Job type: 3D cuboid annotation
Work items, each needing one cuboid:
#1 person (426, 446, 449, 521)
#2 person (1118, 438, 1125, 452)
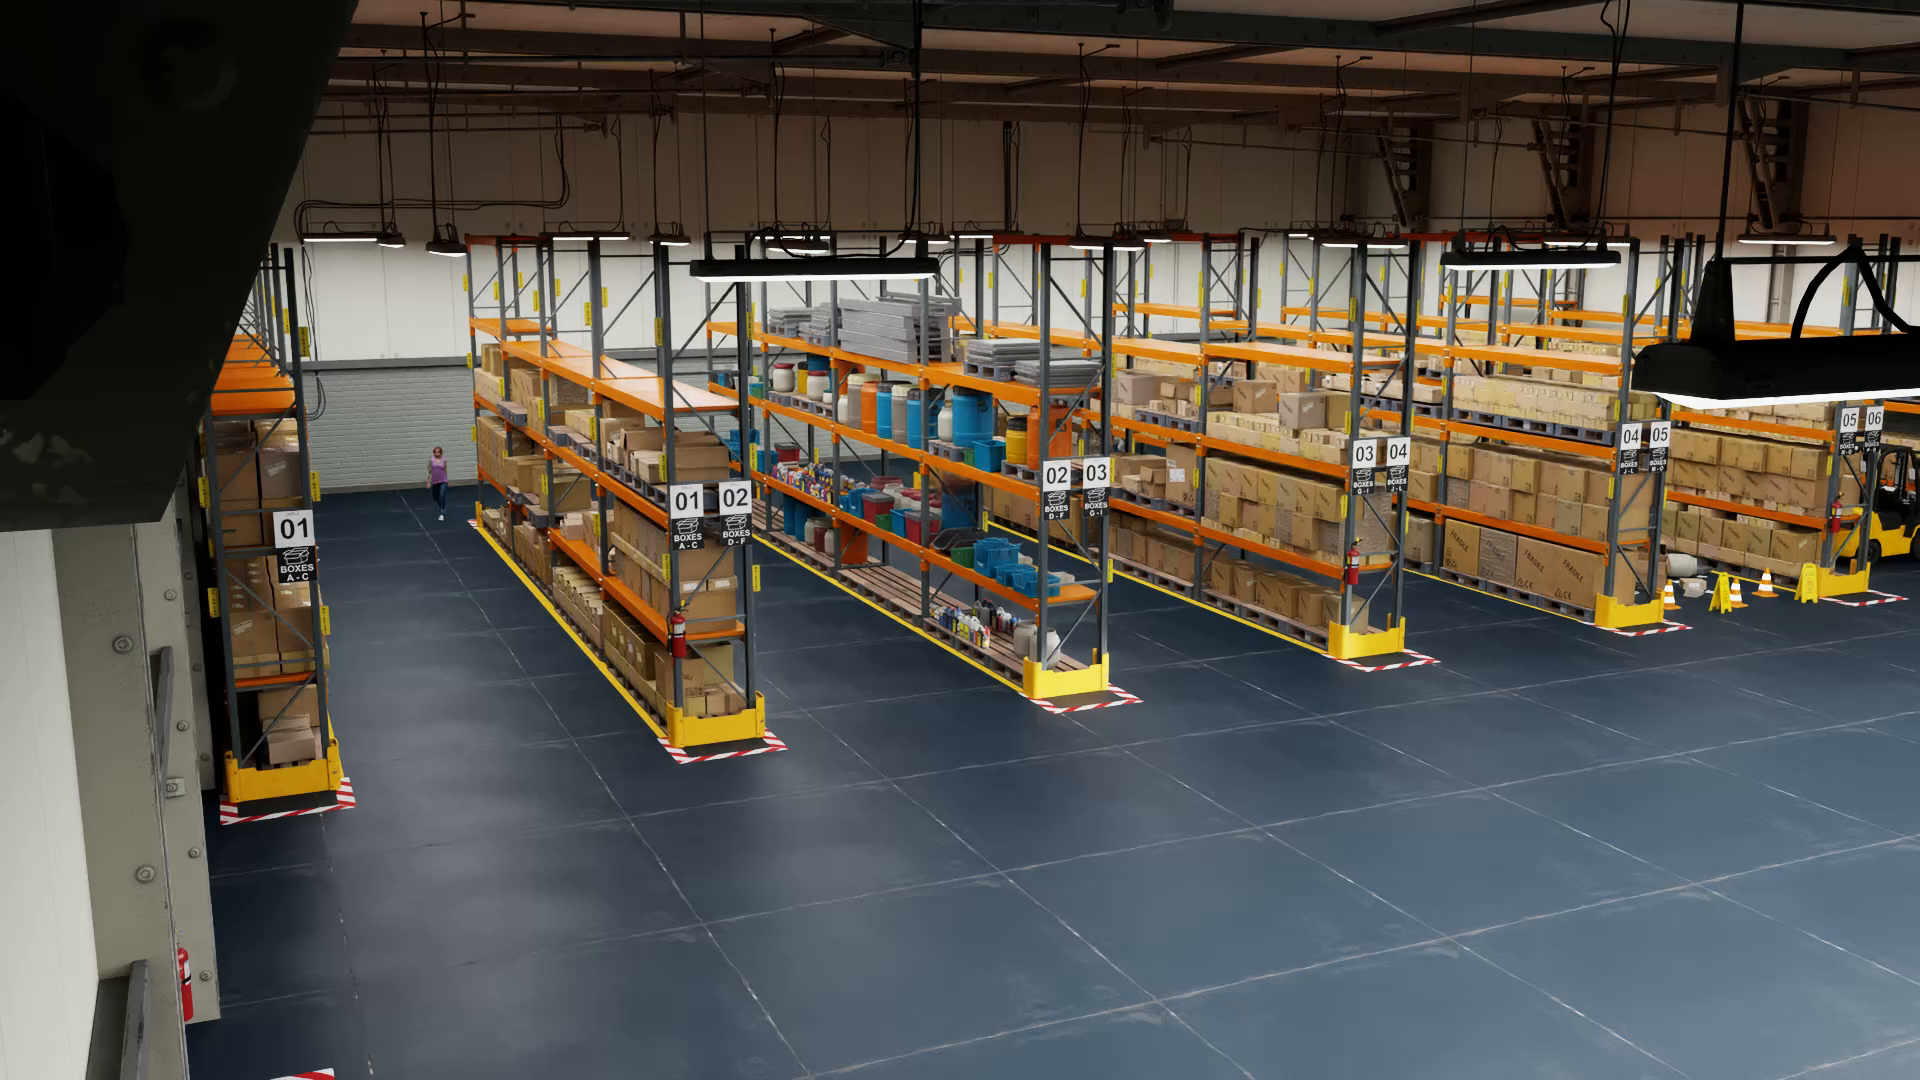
[{"bbox_3d":[-11.060,-1.228,35.260,0.430,1.556,0.802,-1,11,-4],"label":"person"},{"bbox_3d":[4.263,-2.652,42.363,0.418,1.699,0.513,-8,14,-36],"label":"person"}]
